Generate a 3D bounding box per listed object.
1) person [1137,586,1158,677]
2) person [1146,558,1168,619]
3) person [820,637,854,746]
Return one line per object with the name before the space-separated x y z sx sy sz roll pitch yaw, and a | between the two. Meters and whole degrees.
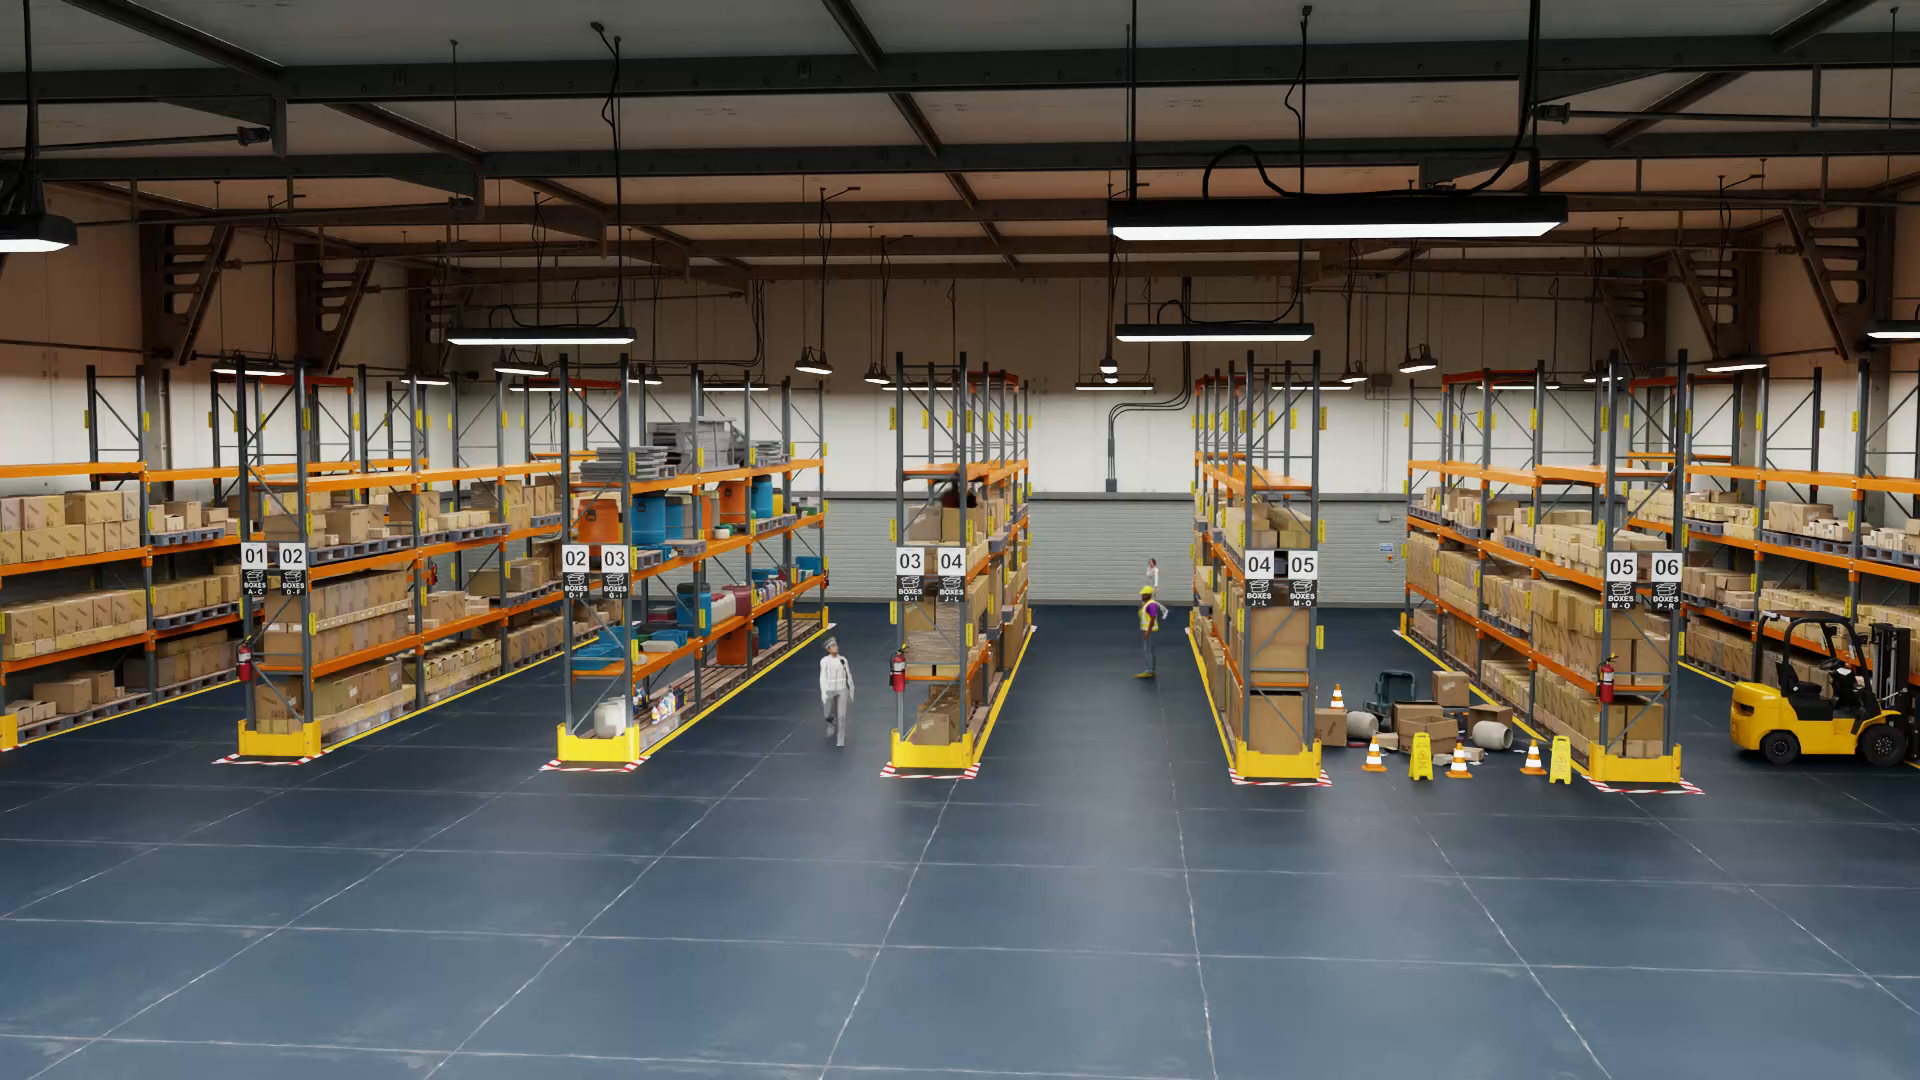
person | 3.652 1.788 32.614 0.425 1.769 0.591 0 4 -6
person | 4.859 1.239 41.616 0.689 1.583 0.413 0 4 -1
person | -1.902 2.331 25.832 0.518 1.658 0.697 0 4 2
